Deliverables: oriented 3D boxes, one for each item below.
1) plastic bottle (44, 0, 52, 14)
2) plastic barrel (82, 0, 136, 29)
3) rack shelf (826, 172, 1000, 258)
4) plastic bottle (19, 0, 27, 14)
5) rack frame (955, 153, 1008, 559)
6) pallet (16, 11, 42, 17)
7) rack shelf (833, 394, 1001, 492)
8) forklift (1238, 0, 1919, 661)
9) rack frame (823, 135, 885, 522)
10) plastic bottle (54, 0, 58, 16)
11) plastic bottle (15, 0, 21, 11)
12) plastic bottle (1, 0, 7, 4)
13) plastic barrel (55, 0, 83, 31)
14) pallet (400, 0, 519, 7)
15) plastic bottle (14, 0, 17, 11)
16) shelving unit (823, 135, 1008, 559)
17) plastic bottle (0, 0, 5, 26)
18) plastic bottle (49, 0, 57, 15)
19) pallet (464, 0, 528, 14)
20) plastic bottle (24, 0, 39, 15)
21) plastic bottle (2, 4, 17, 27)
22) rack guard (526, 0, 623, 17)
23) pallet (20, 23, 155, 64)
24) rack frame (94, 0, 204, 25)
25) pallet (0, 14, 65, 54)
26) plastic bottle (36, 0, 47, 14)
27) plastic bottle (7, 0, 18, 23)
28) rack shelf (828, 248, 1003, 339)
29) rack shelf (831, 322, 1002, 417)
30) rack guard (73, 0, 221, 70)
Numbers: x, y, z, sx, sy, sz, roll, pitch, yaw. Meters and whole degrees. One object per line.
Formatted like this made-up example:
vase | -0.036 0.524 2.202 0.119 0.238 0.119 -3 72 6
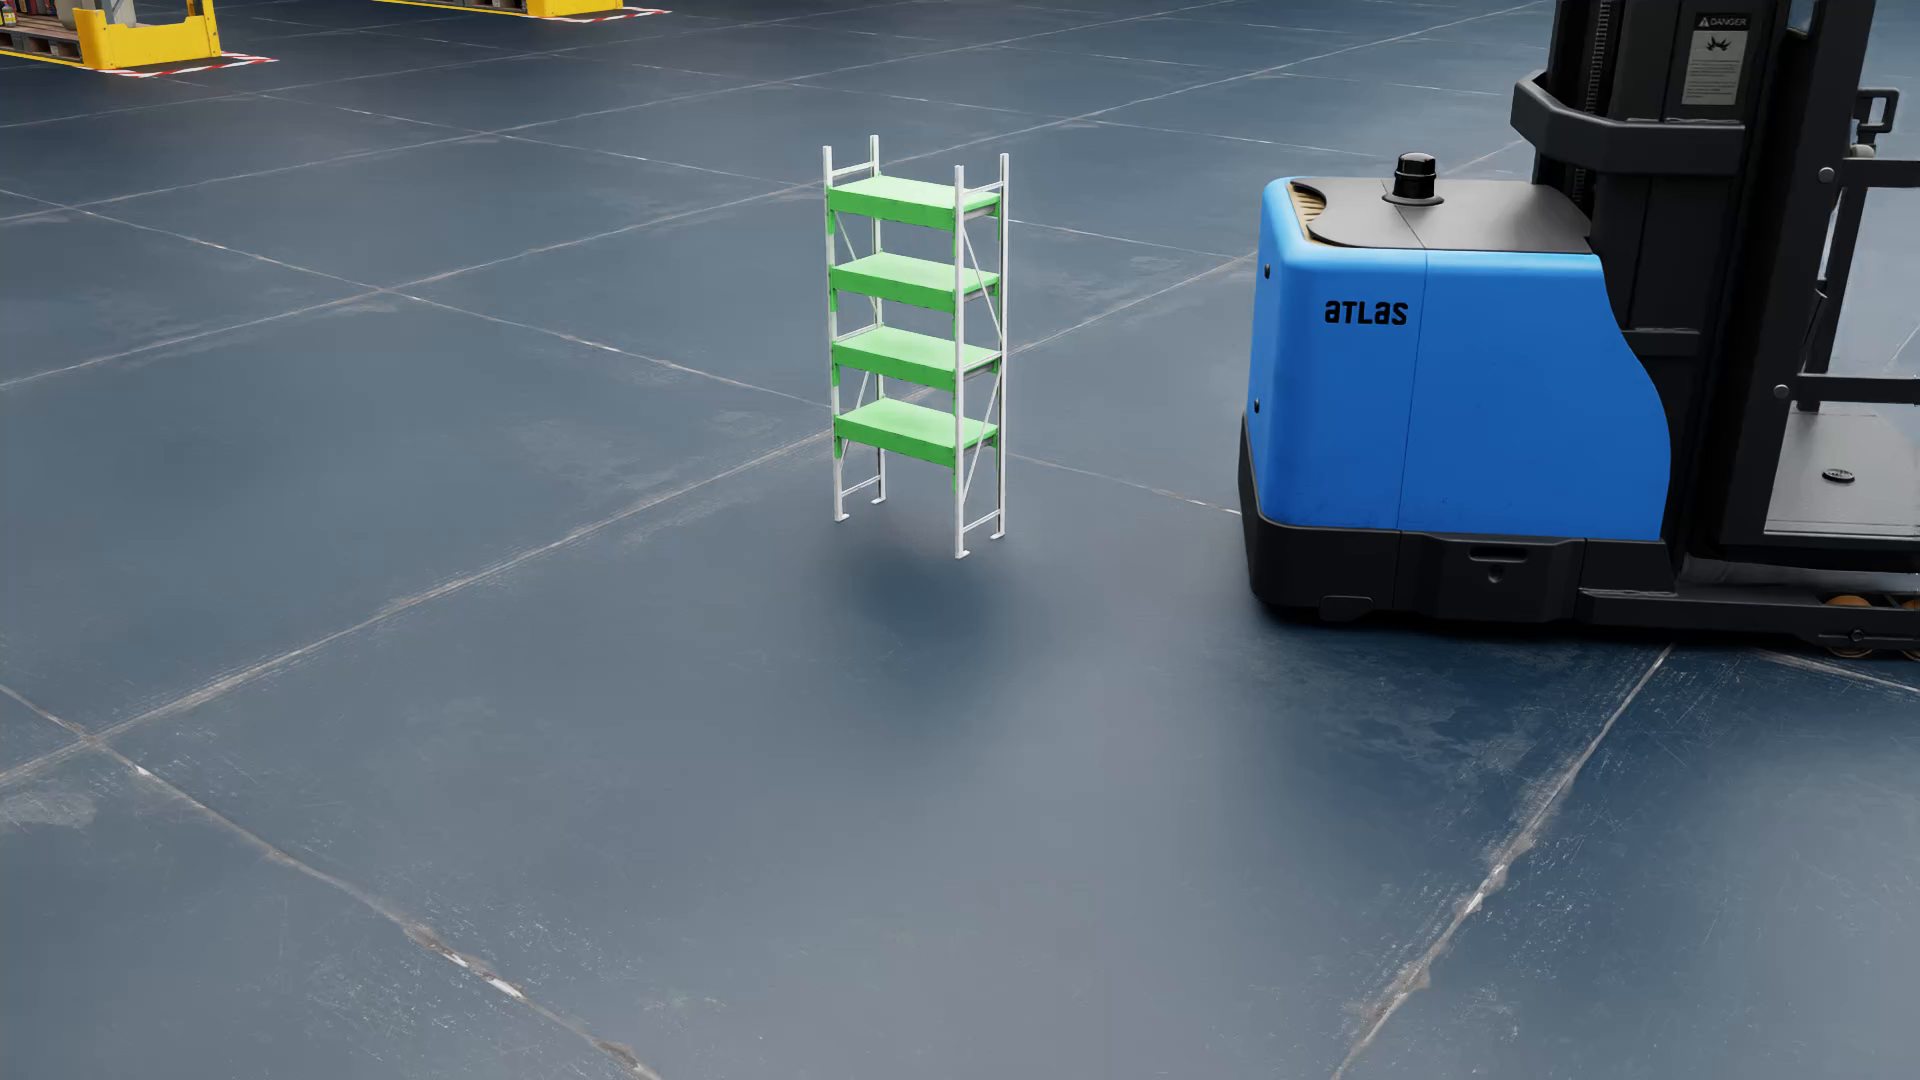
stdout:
plastic bottle | -9.116 -5.377 16.659 0.097 0.201 0.097 0 24 0
plastic barrel | -7.827 -4.925 15.272 0.421 0.512 0.421 0 24 0
rack shelf | -0.132 -0.970 4.931 0.480 0.148 0.258 17 29 33
plastic bottle | -9.396 -5.436 16.690 0.133 0.283 0.061 17 29 33
rack frame | 0.063 -0.530 4.965 0.015 1.200 0.240 17 29 33
pallet | -9.943 -5.252 16.908 1.213 0.211 1.003 17 29 33
rack shelf | -0.132 -0.311 5.221 0.480 0.148 0.258 17 29 33
forklift | 2.384 -1.239 4.426 3.031 2.935 1.130 2 24 6
rack frame | -0.328 -0.648 5.233 0.015 1.200 0.240 17 29 33
plastic bottle | -8.952 -5.327 16.546 0.097 0.201 0.097 0 24 0
plastic bottle | -9.613 -5.584 16.943 0.185 0.351 0.144 15 28 31
plastic bottle | -9.172 -5.064 15.855 0.135 0.276 0.152 17 29 34
plastic barrel | -8.228 -5.046 15.547 0.421 0.512 0.421 0 24 0
pallet | -5.945 -6.580 19.922 1.213 0.211 1.003 17 29 33
plastic bottle | -9.682 -5.496 16.836 0.135 0.276 0.152 17 29 33
shelving unit | -0.132 -0.589 5.099 0.503 1.200 0.258 17 29 33
plastic bottle | -9.091 -5.020 15.746 0.133 0.283 0.061 18 29 35
plastic bottle | -9.035 -5.384 16.589 0.097 0.271 0.097 0 24 0
pallet | -4.973 -6.285 19.252 1.213 0.211 1.003 17 29 33
plastic bottle | -9.291 -5.400 16.609 0.133 0.283 0.061 17 29 33
plastic bottle | -8.987 -4.960 15.712 0.097 0.201 0.097 0 24 0
rack guard | -4.345 -6.209 18.722 0.348 0.500 1.175 17 29 33
pallet | -7.990 -4.662 15.569 1.213 0.211 1.003 17 29 33
rack frame | -7.254 -5.737 14.550 0.127 3.000 1.000 17 29 33
pallet | -8.962 -4.957 16.239 1.213 0.211 1.003 17 29 33
plastic bottle | -9.227 -5.431 16.688 0.135 0.276 0.152 17 29 34
plastic bottle | -9.109 -5.102 15.932 0.133 0.283 0.061 17 29 33
rack shelf | -0.132 -0.750 5.028 0.480 0.148 0.258 17 29 33
rack shelf | -0.132 -0.531 5.125 0.480 0.148 0.258 17 29 33
rack guard | -7.343 -4.596 15.061 0.348 0.500 1.175 17 29 33
